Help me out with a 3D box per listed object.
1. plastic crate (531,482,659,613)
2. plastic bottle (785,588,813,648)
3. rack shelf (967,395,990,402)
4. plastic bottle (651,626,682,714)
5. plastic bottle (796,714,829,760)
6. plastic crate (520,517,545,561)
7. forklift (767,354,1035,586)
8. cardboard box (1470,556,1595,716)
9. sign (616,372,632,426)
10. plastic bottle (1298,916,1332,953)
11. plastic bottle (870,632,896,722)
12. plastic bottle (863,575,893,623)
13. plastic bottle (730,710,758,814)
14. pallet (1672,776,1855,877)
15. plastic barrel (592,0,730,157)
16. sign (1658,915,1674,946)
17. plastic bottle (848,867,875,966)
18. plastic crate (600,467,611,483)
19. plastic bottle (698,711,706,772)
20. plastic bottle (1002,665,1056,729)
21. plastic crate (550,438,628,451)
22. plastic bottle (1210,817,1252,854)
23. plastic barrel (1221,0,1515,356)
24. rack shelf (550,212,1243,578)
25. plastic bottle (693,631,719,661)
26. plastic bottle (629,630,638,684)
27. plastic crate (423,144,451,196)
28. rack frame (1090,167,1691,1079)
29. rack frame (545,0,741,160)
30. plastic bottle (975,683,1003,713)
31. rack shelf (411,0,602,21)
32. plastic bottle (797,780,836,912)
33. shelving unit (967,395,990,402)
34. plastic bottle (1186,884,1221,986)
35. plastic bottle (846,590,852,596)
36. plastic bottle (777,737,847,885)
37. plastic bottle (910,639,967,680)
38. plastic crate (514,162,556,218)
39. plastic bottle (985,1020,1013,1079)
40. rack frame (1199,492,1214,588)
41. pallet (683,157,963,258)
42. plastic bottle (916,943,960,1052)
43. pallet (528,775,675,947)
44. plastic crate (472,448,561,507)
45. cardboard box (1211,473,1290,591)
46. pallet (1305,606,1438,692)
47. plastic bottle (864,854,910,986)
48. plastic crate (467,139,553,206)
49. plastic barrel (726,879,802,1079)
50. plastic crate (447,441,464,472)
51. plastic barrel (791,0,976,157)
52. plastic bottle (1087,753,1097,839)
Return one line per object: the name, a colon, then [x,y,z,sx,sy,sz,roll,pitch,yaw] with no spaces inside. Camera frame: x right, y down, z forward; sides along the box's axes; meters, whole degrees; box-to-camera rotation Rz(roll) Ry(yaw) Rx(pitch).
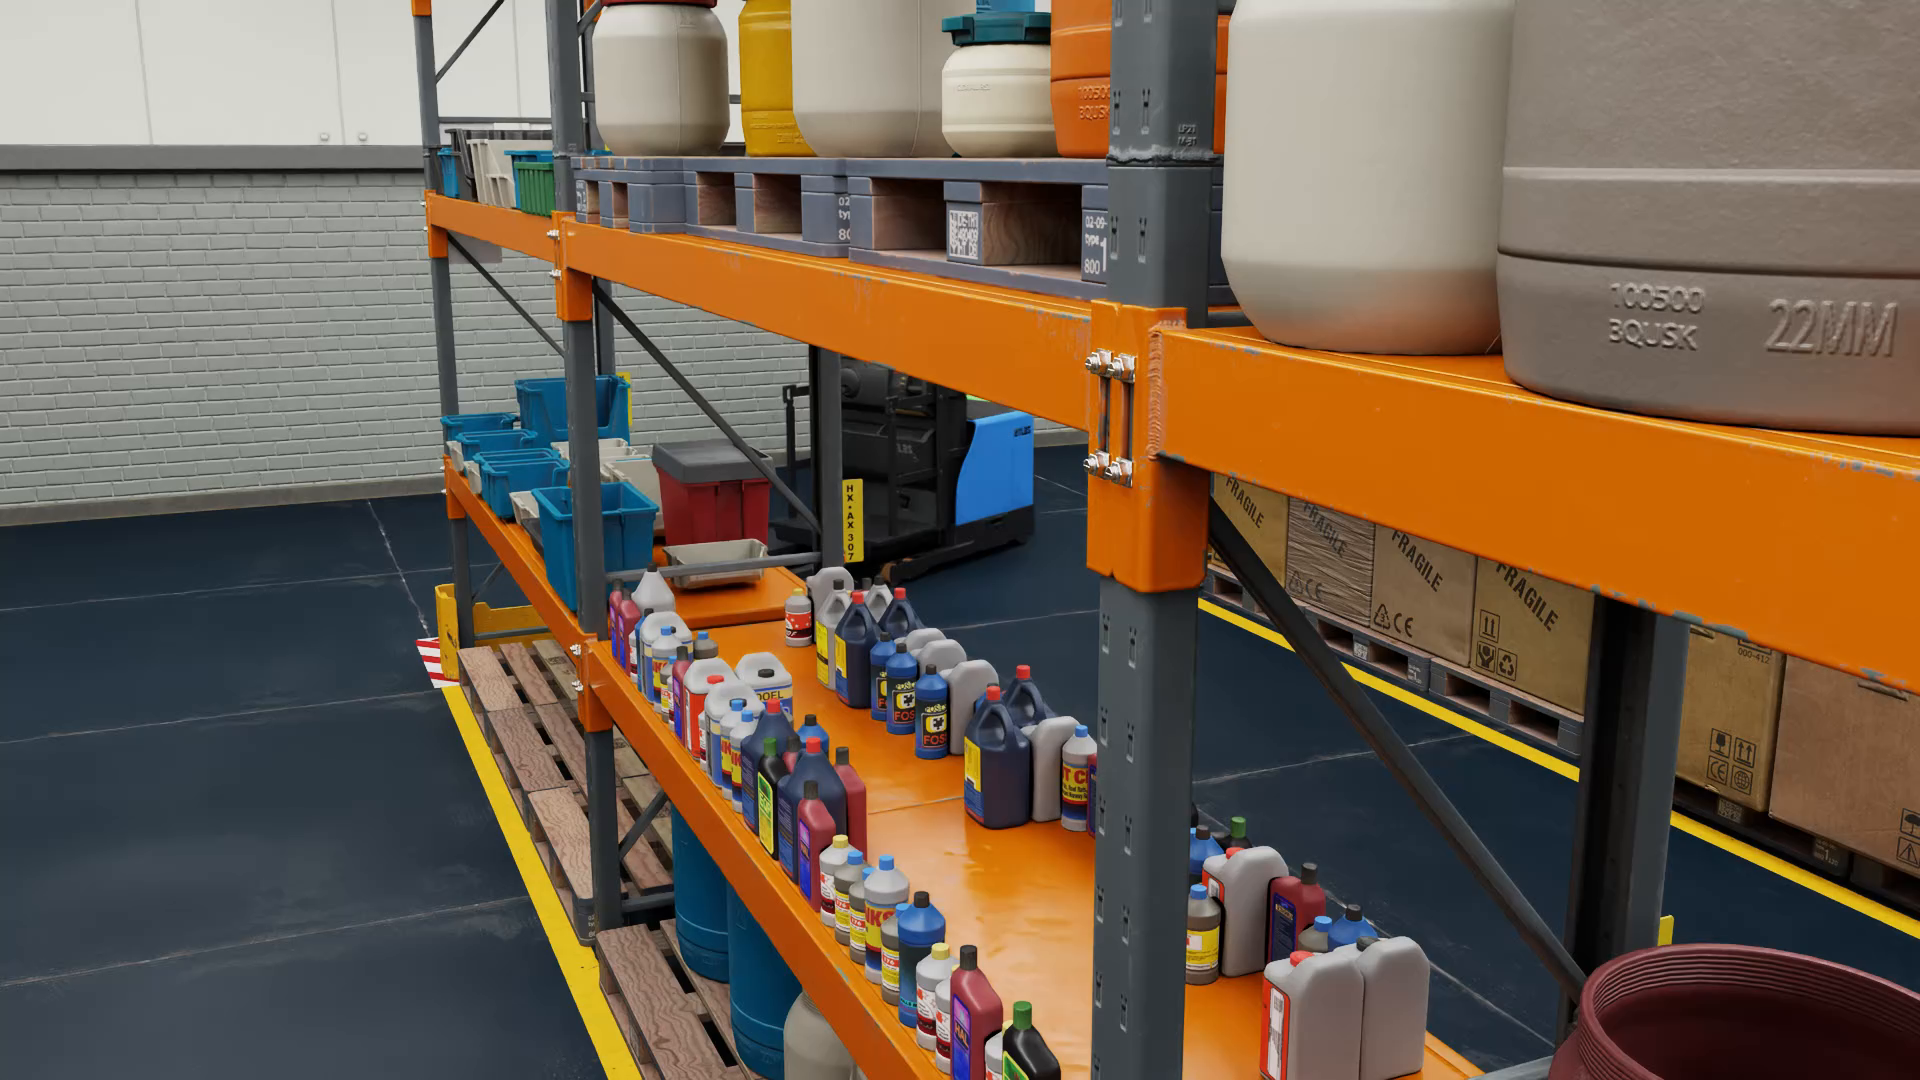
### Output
plastic crate: [-1.426,0.024,6.515,0.392,0.384,0.575,-6,14,-23]
plastic bottle: [-0.579,0.276,5.968,0.097,0.201,0.097,0,13,0]
rack shelf: [0.210,-1.099,13.614,0.480,0.148,0.258,10,16,36]
plastic bottle: [-0.922,0.406,5.248,0.097,0.271,0.097,0,13,0]
plastic bottle: [-0.395,0.597,4.423,0.097,0.271,0.097,0,13,0]
plastic crate: [-1.621,0.009,7.155,0.437,0.125,0.590,-6,14,-23]
forklift: [-0.707,-1.224,12.159,1.130,2.935,3.031,10,16,37]
cardboard box: [3.420,0.351,8.982,0.875,0.875,0.875,-6,14,-23]
sign: [-2.031,-0.848,10.018,0.100,0.325,0.005,-6,14,-23]
plastic bottle: [0.738,0.869,3.401,0.097,0.201,0.097,0,13,0]
plastic bottle: [-0.231,0.421,5.183,0.097,0.271,0.097,0,13,0]
plastic bottle: [-0.259,0.296,5.549,0.144,0.351,0.185,-6,14,-23]
plastic bottle: [-0.566,0.590,4.454,0.097,0.271,0.097,0,13,0]
pallet: [3.990,1.175,7.824,1.003,0.211,1.213,-6,14,-23]
plastic barrel: [-0.946,-1.489,5.268,0.433,0.535,0.433,0,13,0]
sign: [1.177,0.807,2.868,0.100,0.325,0.005,-6,14,-23]
plastic bottle: [-0.194,0.816,3.633,0.097,0.201,0.097,0,13,0]
plastic crate: [-1.664,-0.288,8.412,0.298,0.136,0.250,-6,14,-23]
plastic bottle: [-0.698,0.556,4.756,0.097,0.201,0.097,0,13,0]
plastic bottle: [0.183,0.523,4.566,0.144,0.351,0.185,-6,14,-23]
plastic crate: [-2.036,-0.464,9.173,0.396,0.136,0.243,-6,14,-23]
plastic bottle: [0.601,0.749,3.741,0.061,0.283,0.133,-6,14,-23]
plastic barrel: [0.519,-0.486,1.918,0.421,0.512,0.421,0,13,0]
rack shelf: [-0.126,-0.586,4.194,1.077,0.370,4.000,-6,14,-23]
plastic bottle: [-0.837,0.399,5.435,0.097,0.201,0.097,0,13,0]
plastic bottle: [-1.054,0.372,5.550,0.097,0.201,0.097,0,13,0]
plastic crate: [-2.630,-2.008,9.031,0.497,0.269,0.590,-6,14,-23]
rack frame: [0.676,0.938,2.665,1.000,3.000,0.127,-6,14,-23]
rack frame: [-0.927,-2.811,5.560,1.000,3.000,0.127,-6,14,-23]
plastic bottle: [0.092,0.536,4.686,0.097,0.271,0.097,0,13,0]
rack shelf: [-1.728,-2.679,7.471,1.077,0.370,4.000,-6,14,-23]
plastic bottle: [-0.335,0.713,3.894,0.061,0.283,0.133,-6,14,-23]
shelving unit: [0.210,-0.694,13.708,0.503,1.200,0.258,10,16,36]
plastic bottle: [0.506,0.836,3.548,0.097,0.201,0.097,0,13,0]
plastic bottle: [-0.401,0.282,5.940,0.097,0.201,0.097,0,13,0]
plastic bottle: [-0.361,0.644,4.044,0.144,0.351,0.185,-6,14,-23]
plastic bottle: [-0.070,0.432,5.128,0.152,0.276,0.135,-6,14,-23]
plastic crate: [-1.373,-1.307,6.182,0.450,0.188,0.662,-6,14,-23]
plastic bottle: [0.093,0.964,2.993,0.097,0.201,0.097,0,13,0]
rack frame: [2.009,-1.162,11.740,1.000,3.000,0.127,-6,14,-23]
pallet: [-0.066,-0.871,4.246,1.003,0.211,1.213,-6,14,-23]
plastic bottle: [-0.038,0.896,3.286,0.097,0.201,0.097,0,13,0]
pallet: [-1.257,1.322,7.192,1.003,0.211,1.213,-6,14,-23]
plastic crate: [-2.204,-0.310,8.295,0.416,0.233,0.300,-6,14,-23]
cardboard box: [2.339,-0.207,11.392,0.875,0.875,0.875,-6,14,-23]
pallet: [2.886,0.606,10.284,1.003,0.211,1.213,-6,14,-23]
plastic bottle: [-0.155,0.802,3.538,0.097,0.271,0.097,0,13,0]
plastic crate: [-1.924,-1.633,7.383,0.437,0.282,0.530,-6,14,-23]
plastic barrel: [-0.441,1.189,5.301,0.600,0.901,0.708,-6,14,-23]
plastic crate: [-2.679,-0.461,9.162,0.250,0.136,0.298,-6,14,-23]
plastic barrel: [-0.173,-1.147,3.788,0.433,0.535,0.433,0,13,0]
plastic bottle: [0.377,0.633,4.240,0.061,0.283,0.133,-6,14,-23]
